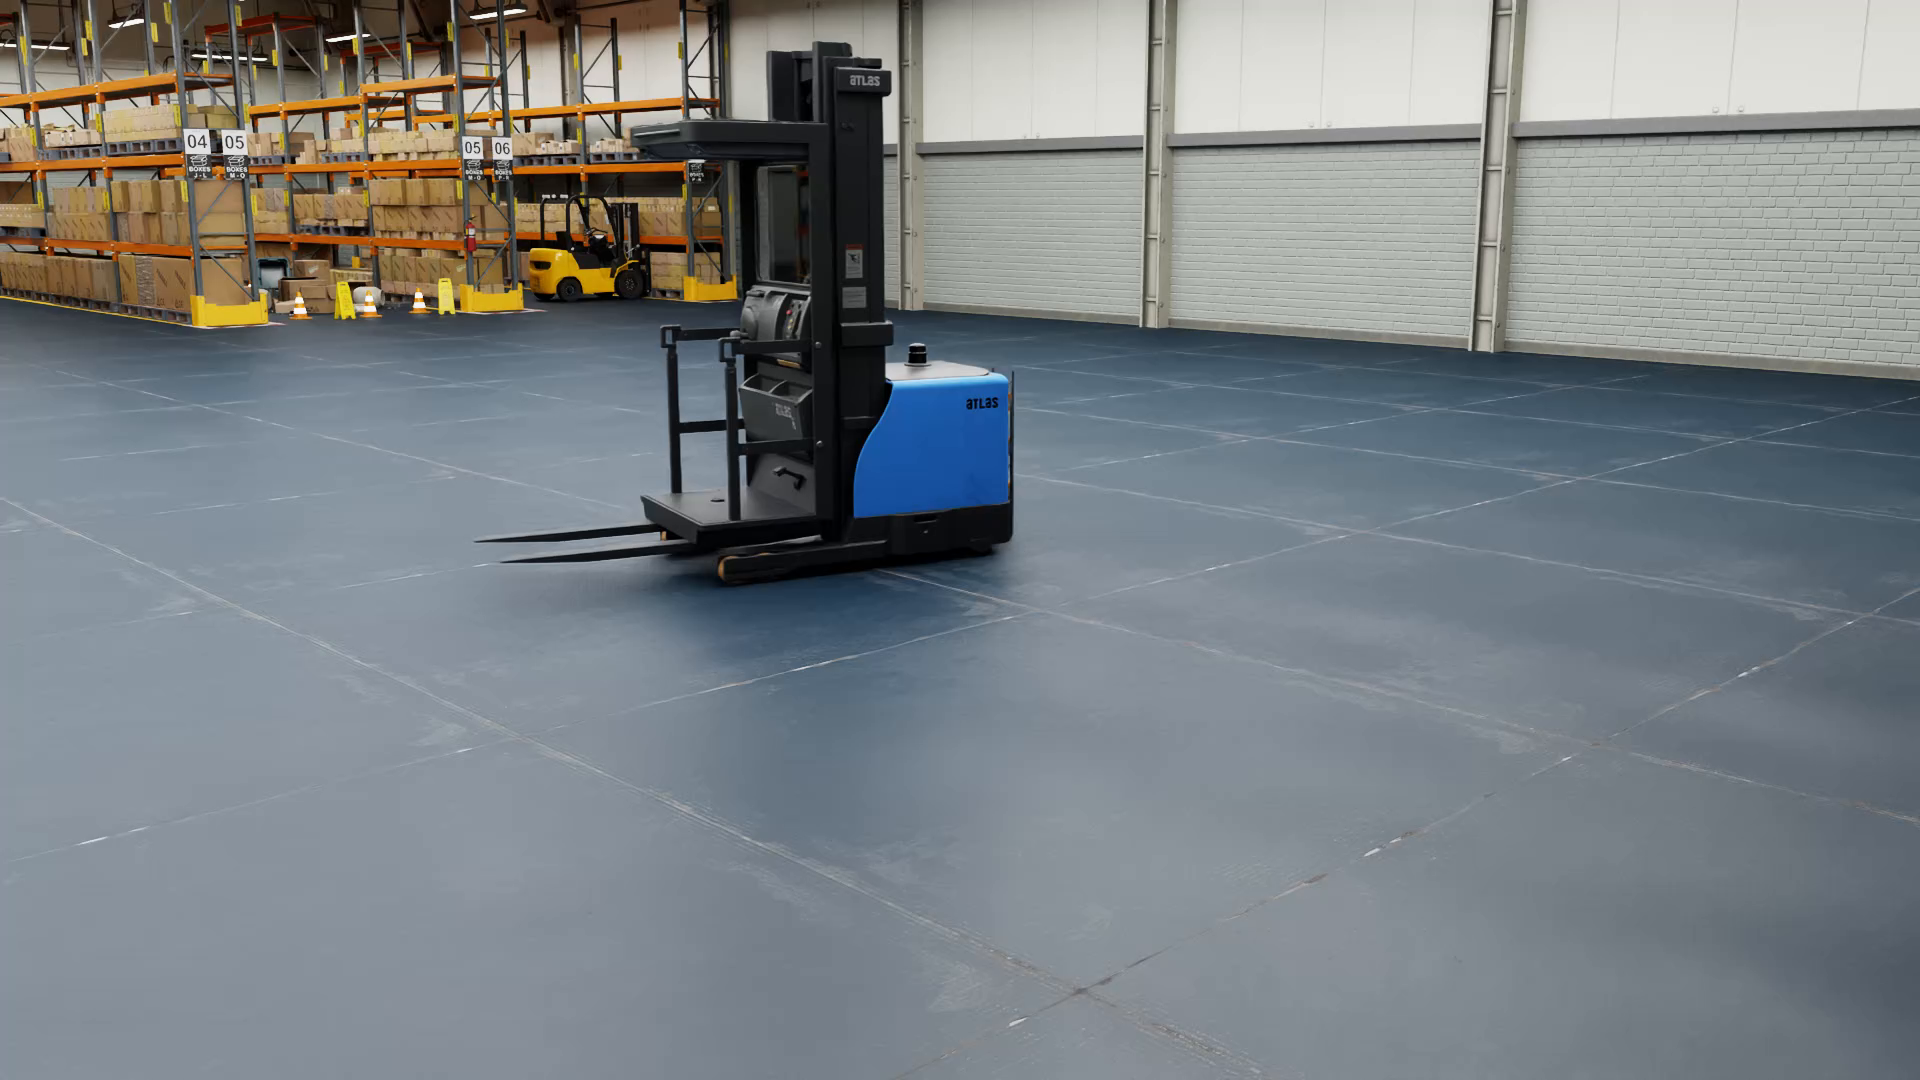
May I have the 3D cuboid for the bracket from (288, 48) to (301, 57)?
[{"bbox_3d":[-19.682,-14.428,49.222,0.235,0.232,0.430,-11,16,-43],"label":"bracket"}]

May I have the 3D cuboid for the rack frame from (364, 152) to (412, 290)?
[{"bbox_3d":[-11.592,-6.407,34.077,1.000,3.000,0.127,-11,16,-43],"label":"rack frame"}]

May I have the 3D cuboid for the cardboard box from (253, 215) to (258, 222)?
[{"bbox_3d":[-15.956,-7.420,38.124,0.500,0.250,0.500,11,16,43],"label":"cardboard box"}]

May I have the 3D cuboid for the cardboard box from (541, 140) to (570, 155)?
[{"bbox_3d":[-9.211,-8.963,37.983,0.500,0.311,0.500,11,16,43],"label":"cardboard box"}]

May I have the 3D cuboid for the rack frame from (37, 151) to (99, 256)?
[{"bbox_3d":[-17.865,-6.287,33.491,1.000,3.000,0.127,-11,16,-43],"label":"rack frame"}]

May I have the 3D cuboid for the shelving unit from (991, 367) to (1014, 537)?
[{"bbox_3d":[0.187,-0.545,10.457,0.215,1.050,0.252,-6,13,-28],"label":"shelving unit"}]

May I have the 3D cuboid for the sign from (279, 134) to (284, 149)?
[{"bbox_3d":[-14.761,-8.676,36.179,0.100,0.325,0.005,-11,16,-43],"label":"sign"}]

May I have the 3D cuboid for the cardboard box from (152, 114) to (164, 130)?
[{"bbox_3d":[-13.225,-7.021,27.967,0.500,0.250,0.500,-11,16,-42],"label":"cardboard box"}]

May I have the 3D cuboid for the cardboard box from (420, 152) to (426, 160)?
[{"bbox_3d":[-10.142,-7.373,31.956,0.250,0.149,0.380,11,16,44],"label":"cardboard box"}]

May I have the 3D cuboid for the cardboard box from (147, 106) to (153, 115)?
[{"bbox_3d":[-13.518,-7.260,28.143,0.380,0.149,0.250,-11,16,-42],"label":"cardboard box"}]

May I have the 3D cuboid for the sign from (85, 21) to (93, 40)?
[{"bbox_3d":[-15.486,-9.060,29.575,0.100,0.325,0.005,-11,16,-43],"label":"sign"}]

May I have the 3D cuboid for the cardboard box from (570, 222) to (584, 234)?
[{"bbox_3d":[-8.542,-7.063,37.633,0.500,0.250,0.500,-10,16,-41],"label":"cardboard box"}]

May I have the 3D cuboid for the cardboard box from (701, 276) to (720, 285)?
[{"bbox_3d":[-5.440,-5.474,35.319,0.500,0.250,0.500,-11,16,-42],"label":"cardboard box"}]

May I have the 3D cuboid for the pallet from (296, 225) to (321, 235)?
[{"bbox_3d":[-13.785,-6.808,36.498,1.213,0.211,1.003,-11,16,-43],"label":"pallet"}]

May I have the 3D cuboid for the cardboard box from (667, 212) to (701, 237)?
[{"bbox_3d":[-5.772,-6.600,34.765,0.500,0.500,0.500,-11,16,-44],"label":"cardboard box"}]

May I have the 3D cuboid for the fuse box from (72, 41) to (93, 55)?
[{"bbox_3d":[-23.954,-13.444,45.438,0.513,0.334,0.176,-11,16,-43],"label":"fuse box"}]

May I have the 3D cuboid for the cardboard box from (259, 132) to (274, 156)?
[{"bbox_3d":[-15.175,-8.833,37.129,0.500,0.500,0.700,11,16,42],"label":"cardboard box"}]

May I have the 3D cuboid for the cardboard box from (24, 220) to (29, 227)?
[{"bbox_3d":[-18.708,-6.414,33.690,0.380,0.149,0.250,-11,16,-43],"label":"cardboard box"}]

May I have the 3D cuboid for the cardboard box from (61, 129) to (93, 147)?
[{"bbox_3d":[-16.823,-7.682,31.765,0.500,0.311,0.500,-11,16,-44],"label":"cardboard box"}]

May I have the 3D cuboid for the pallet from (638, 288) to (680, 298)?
[{"bbox_3d":[-6.639,-5.434,36.263,1.003,0.211,1.213,-11,16,-43],"label":"pallet"}]

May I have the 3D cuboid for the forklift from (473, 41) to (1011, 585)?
[{"bbox_3d":[-1.241,-1.306,9.486,3.031,2.935,1.130,-6,13,-28],"label":"forklift"}]

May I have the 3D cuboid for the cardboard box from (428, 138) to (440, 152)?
[{"bbox_3d":[-9.715,-7.478,31.473,0.500,0.250,0.500,-11,16,-43],"label":"cardboard box"}]

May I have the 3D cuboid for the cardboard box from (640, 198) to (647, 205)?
[{"bbox_3d":[-6.596,-7.223,35.446,0.380,0.149,0.250,-10,16,-41],"label":"cardboard box"}]

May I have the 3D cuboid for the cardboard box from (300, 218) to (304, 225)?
[{"bbox_3d":[-14.264,-7.000,36.538,0.250,0.149,0.380,11,16,42],"label":"cardboard box"}]

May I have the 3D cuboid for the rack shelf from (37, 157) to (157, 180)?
[{"bbox_3d":[-16.483,-7.111,31.844,1.077,0.370,4.000,-11,16,-43],"label":"rack shelf"}]

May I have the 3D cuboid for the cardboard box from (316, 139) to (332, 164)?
[{"bbox_3d":[-13.280,-8.292,35.537,0.797,0.503,0.637,-11,16,-43],"label":"cardboard box"}]

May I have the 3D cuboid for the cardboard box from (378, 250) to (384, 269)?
[{"bbox_3d":[-15.375,-7.600,45.019,0.700,0.500,0.500,-10,15,-40],"label":"cardboard box"}]

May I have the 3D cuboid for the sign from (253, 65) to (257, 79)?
[{"bbox_3d":[-16.732,-11.087,39.412,0.100,0.325,0.005,-11,16,-43],"label":"sign"}]

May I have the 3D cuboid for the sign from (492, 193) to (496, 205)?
[{"bbox_3d":[-11.153,-8.135,39.788,0.100,0.325,0.005,-11,16,-43],"label":"sign"}]

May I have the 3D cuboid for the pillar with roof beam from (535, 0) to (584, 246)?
[{"bbox_3d":[-12.328,-9.957,36.440,9.100,9.000,0.548,-11,16,-43],"label":"pillar with roof beam"}]

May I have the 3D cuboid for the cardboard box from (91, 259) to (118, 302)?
[{"bbox_3d":[-15.596,-4.885,31.221,1.050,0.750,0.750,-11,16,-43],"label":"cardboard box"}]

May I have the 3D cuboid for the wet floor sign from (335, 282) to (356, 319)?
[{"bbox_3d":[-10.888,-4.238,29.381,0.232,0.644,0.267,8,14,35],"label":"wet floor sign"}]

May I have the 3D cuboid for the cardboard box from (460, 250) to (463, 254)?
[{"bbox_3d":[-12.319,-7.260,41.761,0.380,0.149,0.250,-11,16,-42],"label":"cardboard box"}]

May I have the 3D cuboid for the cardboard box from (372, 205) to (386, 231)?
[{"bbox_3d":[-11.490,-6.499,33.537,0.500,0.500,0.500,-11,16,-43],"label":"cardboard box"}]

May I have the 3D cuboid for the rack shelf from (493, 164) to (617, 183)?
[{"bbox_3d":[-9.386,-8.508,38.624,1.077,0.370,4.000,-11,16,-43],"label":"rack shelf"}]

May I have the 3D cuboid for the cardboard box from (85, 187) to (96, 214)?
[{"bbox_3d":[-16.155,-6.462,31.616,0.700,0.500,0.500,-11,16,-42],"label":"cardboard box"}]

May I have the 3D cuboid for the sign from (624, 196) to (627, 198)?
[{"bbox_3d":[-7.604,-7.640,37.719,0.100,0.325,0.005,-11,16,-43],"label":"sign"}]

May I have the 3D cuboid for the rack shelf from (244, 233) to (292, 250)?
[{"bbox_3d":[-15.735,-6.931,38.400,1.077,0.370,4.000,-11,16,-43],"label":"rack shelf"}]

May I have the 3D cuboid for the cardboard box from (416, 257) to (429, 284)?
[{"bbox_3d":[-10.278,-5.281,32.524,0.500,0.500,0.500,11,16,44],"label":"cardboard box"}]

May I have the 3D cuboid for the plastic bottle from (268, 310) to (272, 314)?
[{"bbox_3d":[-12.830,-4.199,30.641,0.133,0.061,0.283,6,13,26],"label":"plastic bottle"}]

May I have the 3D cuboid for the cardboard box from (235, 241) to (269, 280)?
[{"bbox_3d":[-16.631,-6.661,39.531,0.875,0.875,0.875,-10,15,-41],"label":"cardboard box"}]

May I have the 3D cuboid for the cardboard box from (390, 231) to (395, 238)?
[{"bbox_3d":[-11.189,-6.129,33.351,0.380,0.149,0.250,-11,16,-43],"label":"cardboard box"}]

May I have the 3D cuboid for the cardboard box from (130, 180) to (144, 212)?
[{"bbox_3d":[-14.135,-6.084,29.463,0.875,0.550,0.550,-11,16,-43],"label":"cardboard box"}]

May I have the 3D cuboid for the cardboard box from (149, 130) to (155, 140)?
[{"bbox_3d":[-13.518,-6.870,28.222,0.380,0.149,0.250,-11,16,-43],"label":"cardboard box"}]

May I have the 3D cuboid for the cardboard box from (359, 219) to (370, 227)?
[{"bbox_3d":[-12.147,-6.527,34.238,0.380,0.149,0.250,-11,16,-42],"label":"cardboard box"}]

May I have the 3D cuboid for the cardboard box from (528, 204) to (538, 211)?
[{"bbox_3d":[-9.861,-7.776,38.863,0.380,0.149,0.250,-10,16,-41],"label":"cardboard box"}]

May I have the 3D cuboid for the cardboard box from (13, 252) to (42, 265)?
[{"bbox_3d":[-19.589,-5.922,35.017,0.500,0.250,0.500,-10,15,-40],"label":"cardboard box"}]

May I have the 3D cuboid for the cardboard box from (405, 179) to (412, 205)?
[{"bbox_3d":[-10.355,-6.779,32.420,0.700,0.500,0.500,-11,16,-43],"label":"cardboard box"}]

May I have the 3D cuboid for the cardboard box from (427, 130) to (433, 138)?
[{"bbox_3d":[-9.918,-7.727,31.696,0.380,0.149,0.250,-11,16,-43],"label":"cardboard box"}]

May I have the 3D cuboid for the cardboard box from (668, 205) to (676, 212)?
[{"bbox_3d":[-5.882,-6.927,34.745,0.380,0.149,0.250,-11,16,-42],"label":"cardboard box"}]

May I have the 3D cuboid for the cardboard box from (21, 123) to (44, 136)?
[{"bbox_3d":[-18.697,-8.275,33.565,0.396,0.266,0.258,-11,16,-43],"label":"cardboard box"}]

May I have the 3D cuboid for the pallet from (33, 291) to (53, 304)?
[{"bbox_3d":[-18.403,-5.035,34.327,1.003,0.211,1.213,-11,16,-43],"label":"pallet"}]

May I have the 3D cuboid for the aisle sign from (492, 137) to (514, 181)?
[{"bbox_3d":[-8.563,-7.131,31.147,0.394,0.787,0.004,-11,16,-43],"label":"aisle sign"}]
